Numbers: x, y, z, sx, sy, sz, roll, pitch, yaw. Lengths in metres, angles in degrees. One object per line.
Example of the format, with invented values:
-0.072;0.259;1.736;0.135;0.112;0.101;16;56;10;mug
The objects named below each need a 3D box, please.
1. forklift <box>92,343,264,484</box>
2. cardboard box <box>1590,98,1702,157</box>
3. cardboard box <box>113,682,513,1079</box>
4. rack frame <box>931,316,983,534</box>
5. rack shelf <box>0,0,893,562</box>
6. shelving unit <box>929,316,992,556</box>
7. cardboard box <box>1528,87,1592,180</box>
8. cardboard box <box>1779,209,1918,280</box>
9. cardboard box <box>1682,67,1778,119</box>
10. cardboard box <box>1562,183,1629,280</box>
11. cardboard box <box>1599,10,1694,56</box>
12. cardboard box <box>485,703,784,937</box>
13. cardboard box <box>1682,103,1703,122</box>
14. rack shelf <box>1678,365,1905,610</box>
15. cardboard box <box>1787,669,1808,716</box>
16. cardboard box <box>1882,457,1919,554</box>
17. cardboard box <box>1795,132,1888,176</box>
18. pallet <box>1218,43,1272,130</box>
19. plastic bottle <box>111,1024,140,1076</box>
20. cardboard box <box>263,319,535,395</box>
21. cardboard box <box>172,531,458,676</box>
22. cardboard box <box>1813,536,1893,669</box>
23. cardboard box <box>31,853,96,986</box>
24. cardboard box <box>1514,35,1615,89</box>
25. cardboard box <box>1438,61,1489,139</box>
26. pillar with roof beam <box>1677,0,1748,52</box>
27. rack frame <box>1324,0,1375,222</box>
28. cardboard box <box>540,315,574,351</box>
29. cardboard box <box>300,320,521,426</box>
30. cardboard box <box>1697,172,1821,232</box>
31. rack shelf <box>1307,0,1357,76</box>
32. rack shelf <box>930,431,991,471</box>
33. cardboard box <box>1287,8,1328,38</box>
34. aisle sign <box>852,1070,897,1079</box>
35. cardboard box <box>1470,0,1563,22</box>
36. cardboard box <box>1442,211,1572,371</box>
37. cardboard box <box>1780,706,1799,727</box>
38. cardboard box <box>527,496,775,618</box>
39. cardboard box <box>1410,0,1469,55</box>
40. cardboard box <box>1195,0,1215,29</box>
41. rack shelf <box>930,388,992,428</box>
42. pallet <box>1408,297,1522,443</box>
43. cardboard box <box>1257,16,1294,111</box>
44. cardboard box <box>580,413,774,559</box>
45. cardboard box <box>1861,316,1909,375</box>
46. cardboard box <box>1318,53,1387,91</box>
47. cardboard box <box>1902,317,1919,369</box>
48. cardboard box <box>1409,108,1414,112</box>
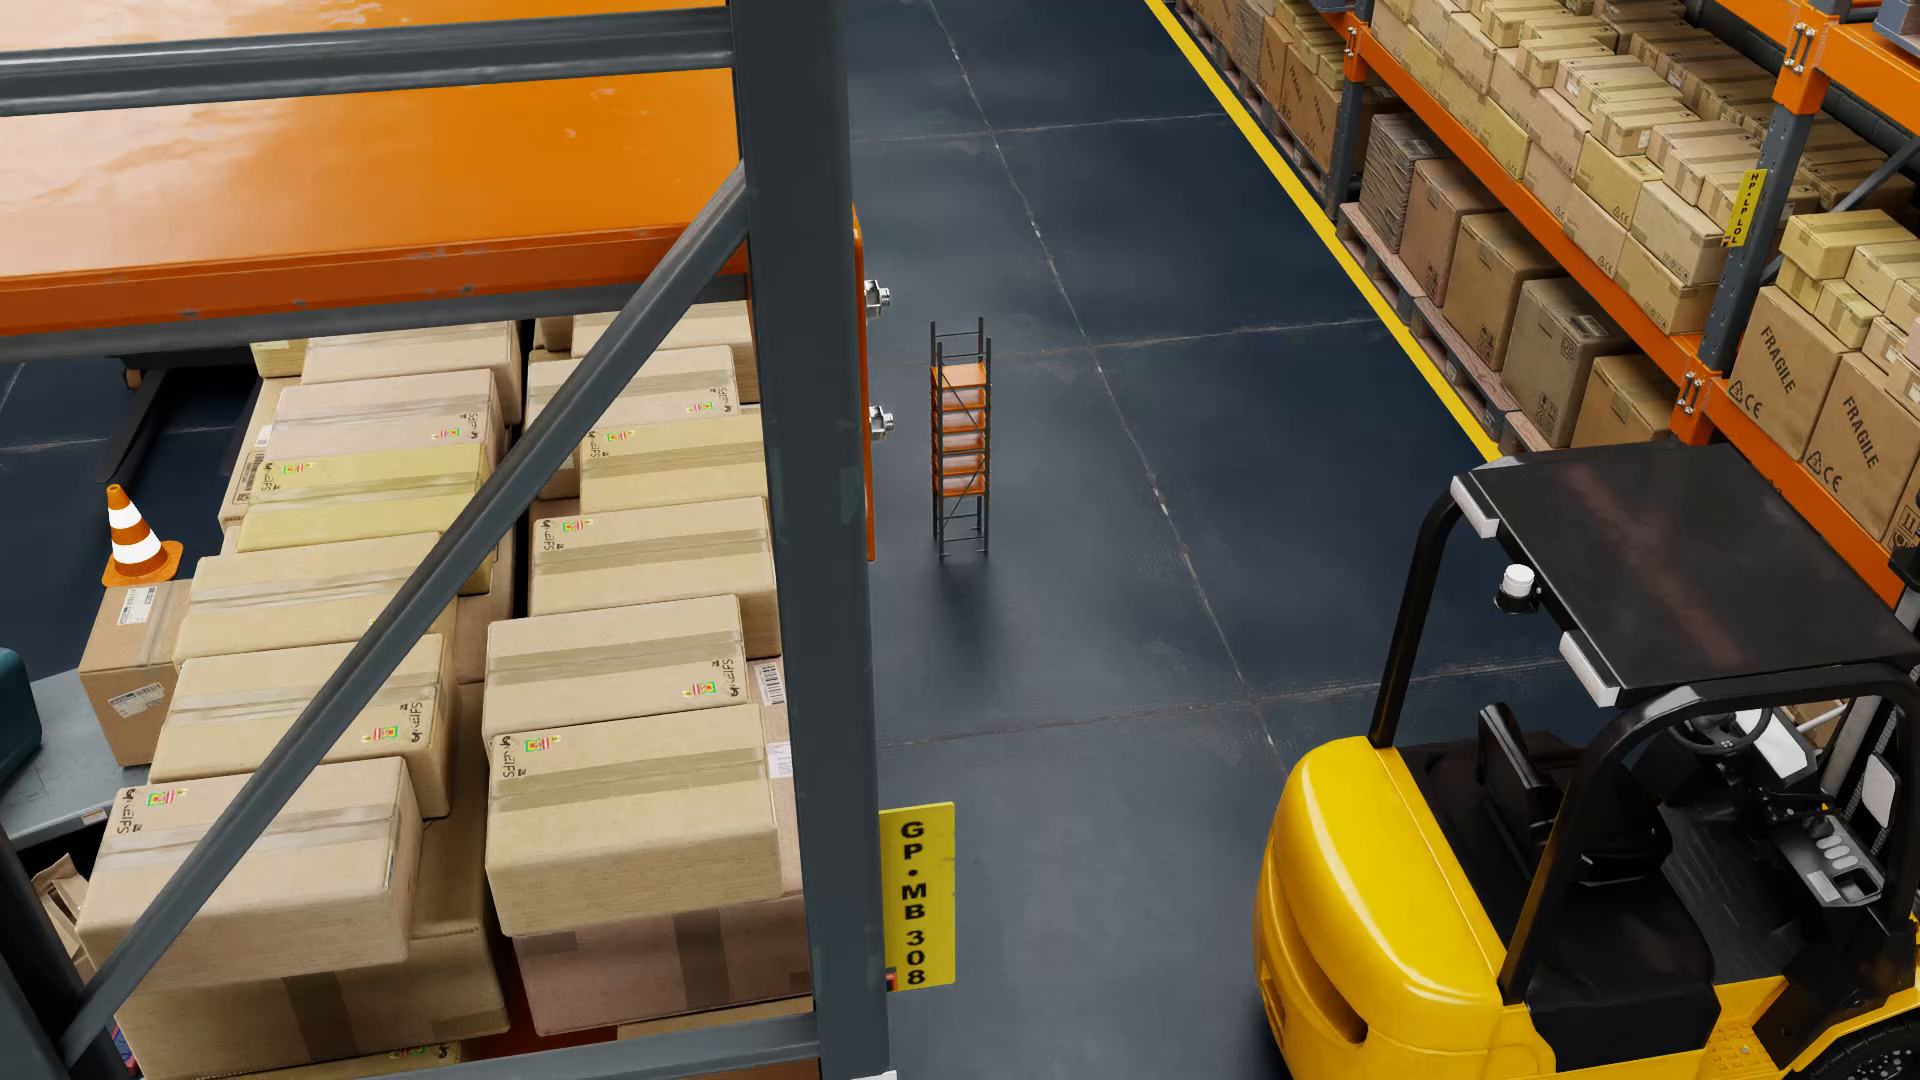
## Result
-4.069;-2.205;8.599;1.130;2.935;3.031;-4;38;-5;forklift
3.086;-1.861;7.490;0.380;0.149;0.250;-7;38;-9;cardboard box
-0.945;0.499;2.498;0.500;0.250;0.500;-7;38;-9;cardboard box
-0.013;-0.520;7.842;0.240;1.200;0.006;-6;38;-8;rack frame
-0.941;-1.270;3.039;1.077;0.370;4.000;-6;38;-8;rack shelf
0.003;-0.465;7.771;0.258;1.200;0.189;-6;38;-8;shelving unit
3.076;-1.957;7.939;0.500;0.250;0.500;-6;38;-7;cardboard box
3.359;-1.119;6.293;0.380;0.149;0.250;-5;38;-7;cardboard box
3.622;-2.085;7.779;0.380;0.149;0.250;-6;38;-8;cardboard box
3.155;-1.451;7.694;0.500;0.250;0.500;-6;38;-8;cardboard box
3.438;-2.542;8.367;0.380;0.149;0.250;-5;38;-7;cardboard box
-0.452;0.385;2.320;0.380;0.149;0.250;-6;38;-8;cardboard box
3.601;-2.019;8.018;0.500;0.250;0.500;-7;38;-9;cardboard box
3.945;0.561;5.569;1.077;0.370;4.000;-6;38;-8;rack shelf
3.466;0.421;6.654;0.500;0.250;0.500;-6;38;-8;cardboard box
3.613;-0.055;5.695;0.500;0.500;0.500;-7;38;-8;cardboard box
3.749;-1.629;7.192;0.380;0.149;0.250;-7;38;-9;cardboard box
2.589;-3.436;12.400;1.003;0.211;1.213;-6;38;-8;pallet
-2.911;1.747;5.851;0.133;0.061;0.283;0;38;0;plastic bottle
-1.218;-0.423;3.684;0.500;0.250;0.500;-6;38;-8;cardboard box
-1.010;0.137;2.639;0.380;0.149;0.250;-7;38;-8;cardboard box
3.450;0.230;6.492;0.500;0.250;0.500;-6;38;-8;cardboard box
-3.262;1.408;6.121;0.396;0.266;0.258;27;45;30;cardboard box
2.940;-2.329;8.093;0.380;0.149;0.250;-7;38;-9;cardboard box
2.911;-2.378;8.889;0.500;0.250;0.500;-7;38;-9;cardboard box
-0.229;-4.562;6.687;9.100;9.000;0.400;-6;38;-8;pillar with roof beam
2.894;-3.347;10.013;1.000;3.000;0.127;-6;38;-8;rack frame
-0.687;-0.538;3.507;0.380;0.149;0.250;-5;38;-7;cardboard box
-1.060;-0.331;3.241;0.380;0.149;0.250;-7;38;-9;cardboard box
3.316;-1.409;6.908;0.380;0.149;0.250;-5;38;-6;cardboard box
2.543;-4.271;11.788;1.077;0.370;4.000;-6;38;-8;rack shelf
0.003;-0.430;7.798;0.258;0.103;0.180;-6;38;-8;rack shelf
2.475;-3.542;11.431;0.380;0.149;0.250;-5;38;-7;cardboard box
-0.274;0.999;2.300;0.394;0.787;0.004;-6;38;-8;aisle sign
2.910;-2.799;8.698;0.380;0.149;0.250;-6;38;-7;cardboard box
3.230;-1.396;9.095;0.875;0.625;0.625;-8;39;-10;cardboard box
3.458;0.622;6.803;0.500;0.250;0.500;-7;38;-9;cardboard box
-0.495;0.141;2.958;0.500;0.250;0.500;-7;38;-9;cardboard box
2.817;-2.888;9.137;0.500;0.250;0.500;-5;38;-7;cardboard box
2.159;-4.304;12.941;0.500;0.500;0.500;-7;38;-9;cardboard box
0.003;-0.620;7.651;0.258;0.103;0.180;-6;38;-8;rack shelf
3.210;-1.009;9.276;1.003;0.211;1.213;-6;38;-8;pallet
2.436;-3.377;11.747;0.500;0.500;0.500;-5;38;-6;cardboard box
-0.465;-0.083;2.922;0.380;0.149;0.250;-6;38;-8;cardboard box
3.512;-0.695;5.989;0.380;0.149;0.250;-6;38;-8;cardboard box
2.558;-3.053;10.801;0.380;0.149;0.250;-8;39;-10;cardboard box
3.491;-0.651;5.691;0.380;0.149;0.250;-5;38;-7;cardboard box
3.096;-2.810;11.017;0.500;0.500;0.500;-5;38;-6;cardboard box
